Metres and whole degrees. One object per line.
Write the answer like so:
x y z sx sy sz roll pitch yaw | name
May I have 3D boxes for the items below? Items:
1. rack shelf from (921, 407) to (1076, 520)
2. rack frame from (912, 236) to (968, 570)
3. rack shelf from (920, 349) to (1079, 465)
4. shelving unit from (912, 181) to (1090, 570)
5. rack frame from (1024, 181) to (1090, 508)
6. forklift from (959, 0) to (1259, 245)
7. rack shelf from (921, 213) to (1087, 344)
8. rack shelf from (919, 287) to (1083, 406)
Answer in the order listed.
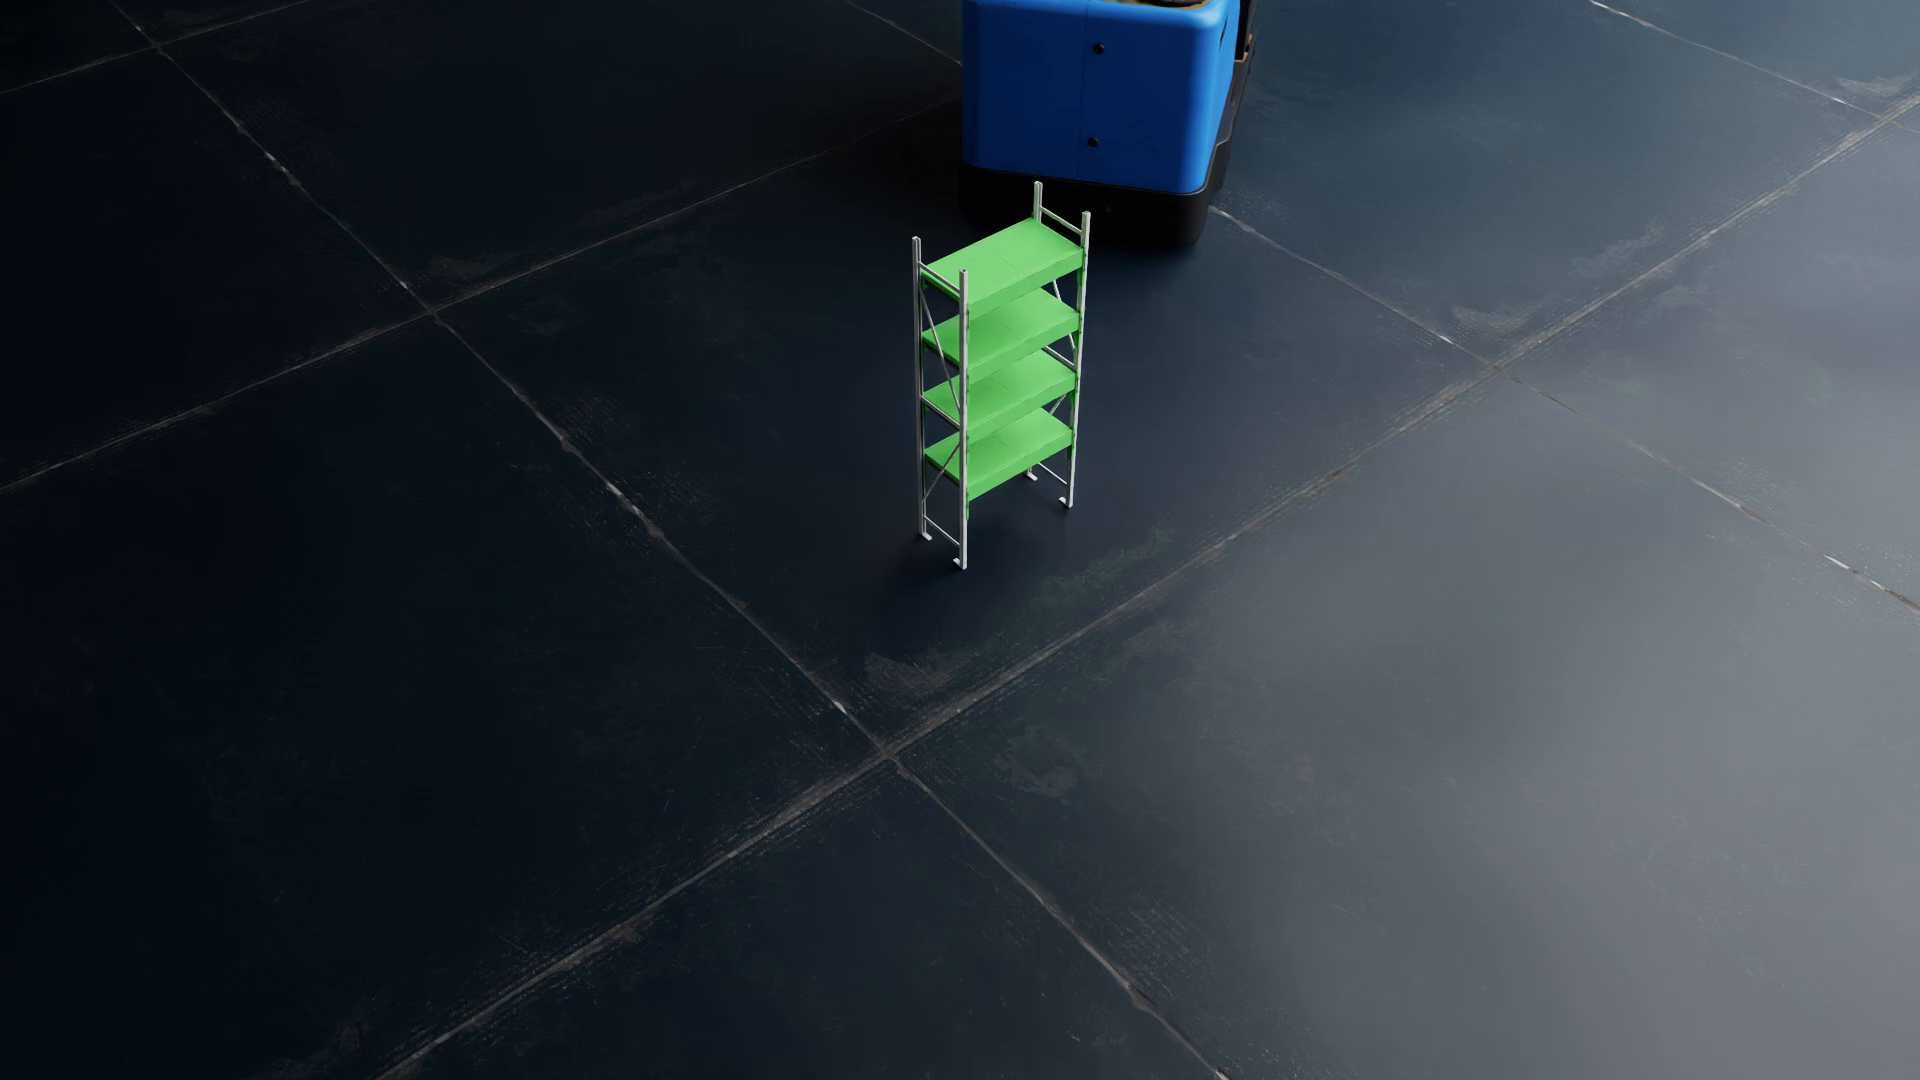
0.127 -0.289 5.625 0.480 0.148 0.258 -30 51 -28 | rack shelf
-0.060 -0.403 5.303 0.015 1.200 0.240 -30 51 -28 | rack frame
0.127 -0.463 5.460 0.480 0.148 0.258 -30 51 -28 | rack shelf
0.127 -0.510 5.417 0.503 1.200 0.258 -30 51 -28 | shelving unit
0.314 -0.617 5.531 0.015 1.200 0.240 -30 51 -28 | rack frame
0.845 -3.327 7.151 1.130 2.935 3.031 10 44 10 | forklift
0.127 -0.813 5.132 0.480 0.148 0.258 -30 51 -28 | rack shelf
0.127 -0.638 5.296 0.480 0.148 0.258 -30 51 -28 | rack shelf
